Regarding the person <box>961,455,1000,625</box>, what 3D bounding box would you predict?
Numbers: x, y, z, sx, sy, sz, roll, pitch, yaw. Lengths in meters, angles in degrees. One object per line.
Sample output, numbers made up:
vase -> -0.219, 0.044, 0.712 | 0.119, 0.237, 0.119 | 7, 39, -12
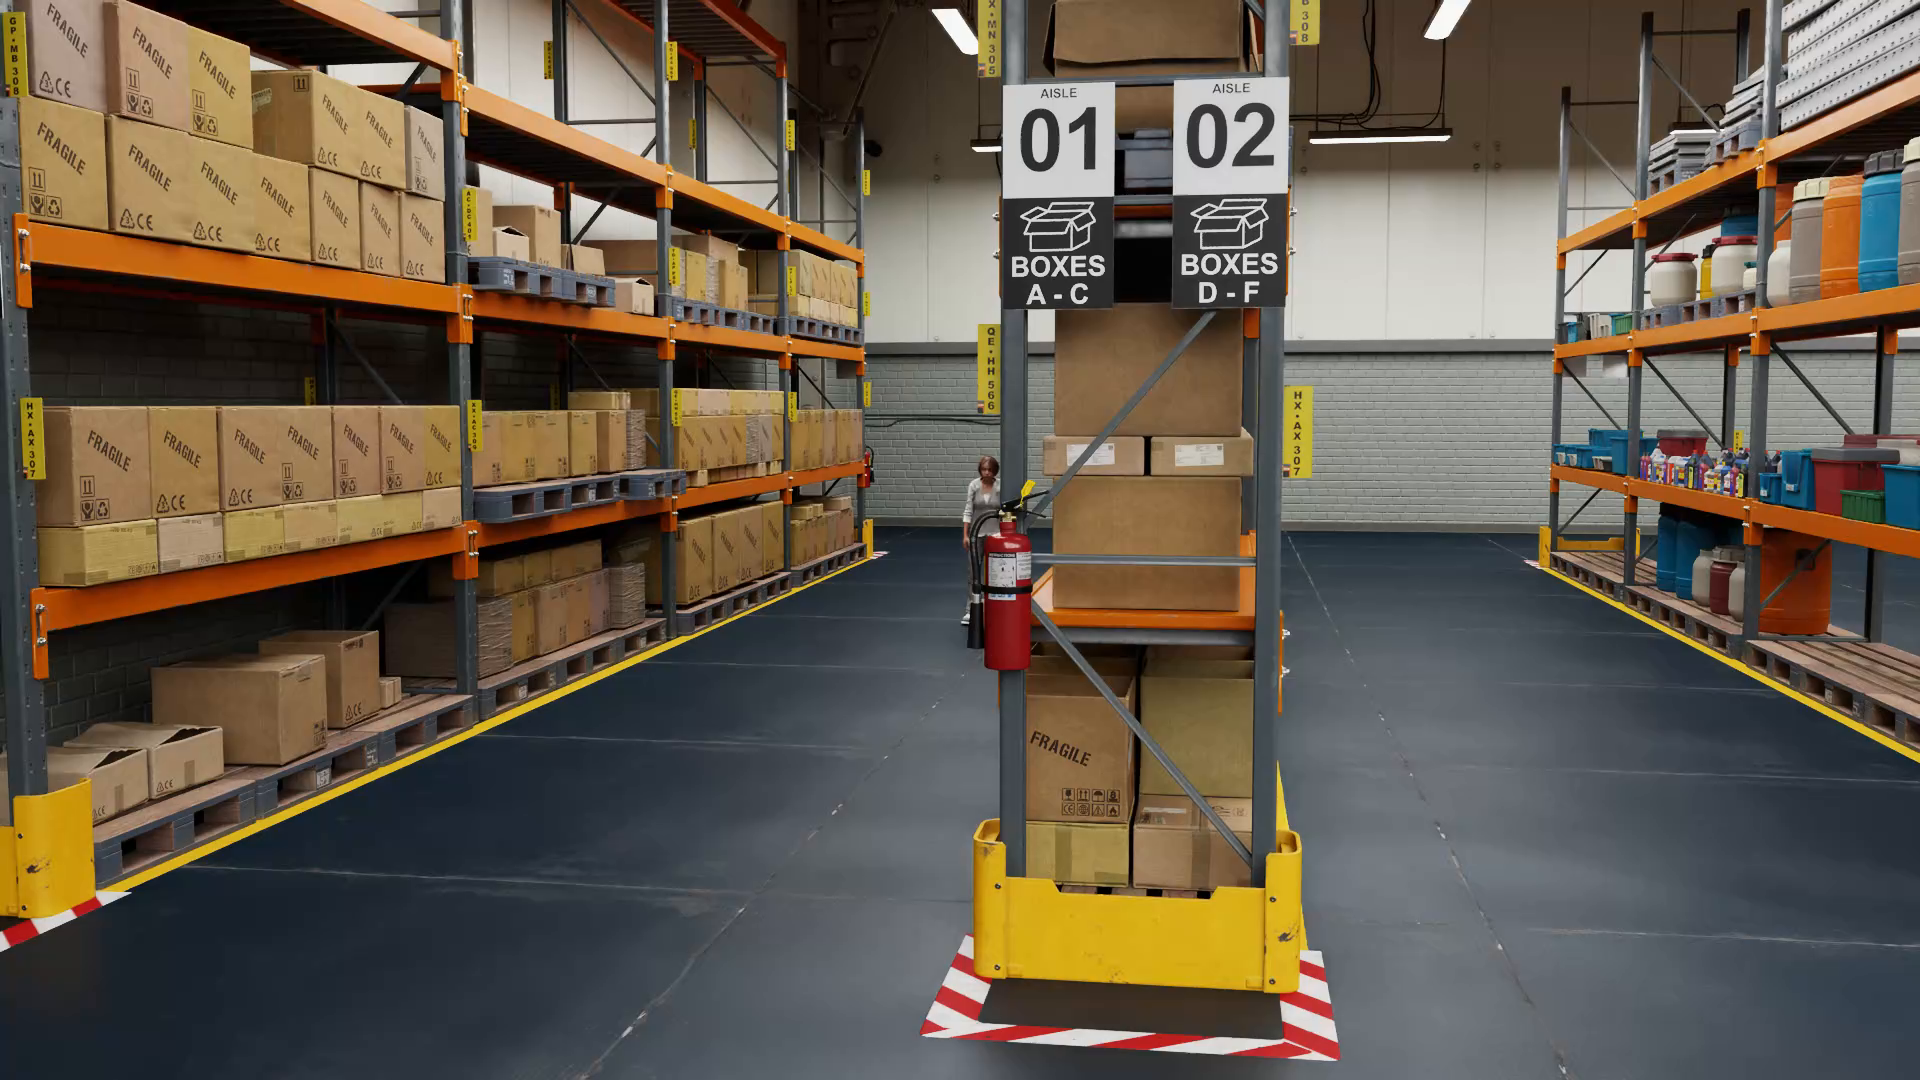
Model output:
person -> 0.254, 0.005, 15.634 | 0.467, 1.581, 0.350 | 1, 5, 8
